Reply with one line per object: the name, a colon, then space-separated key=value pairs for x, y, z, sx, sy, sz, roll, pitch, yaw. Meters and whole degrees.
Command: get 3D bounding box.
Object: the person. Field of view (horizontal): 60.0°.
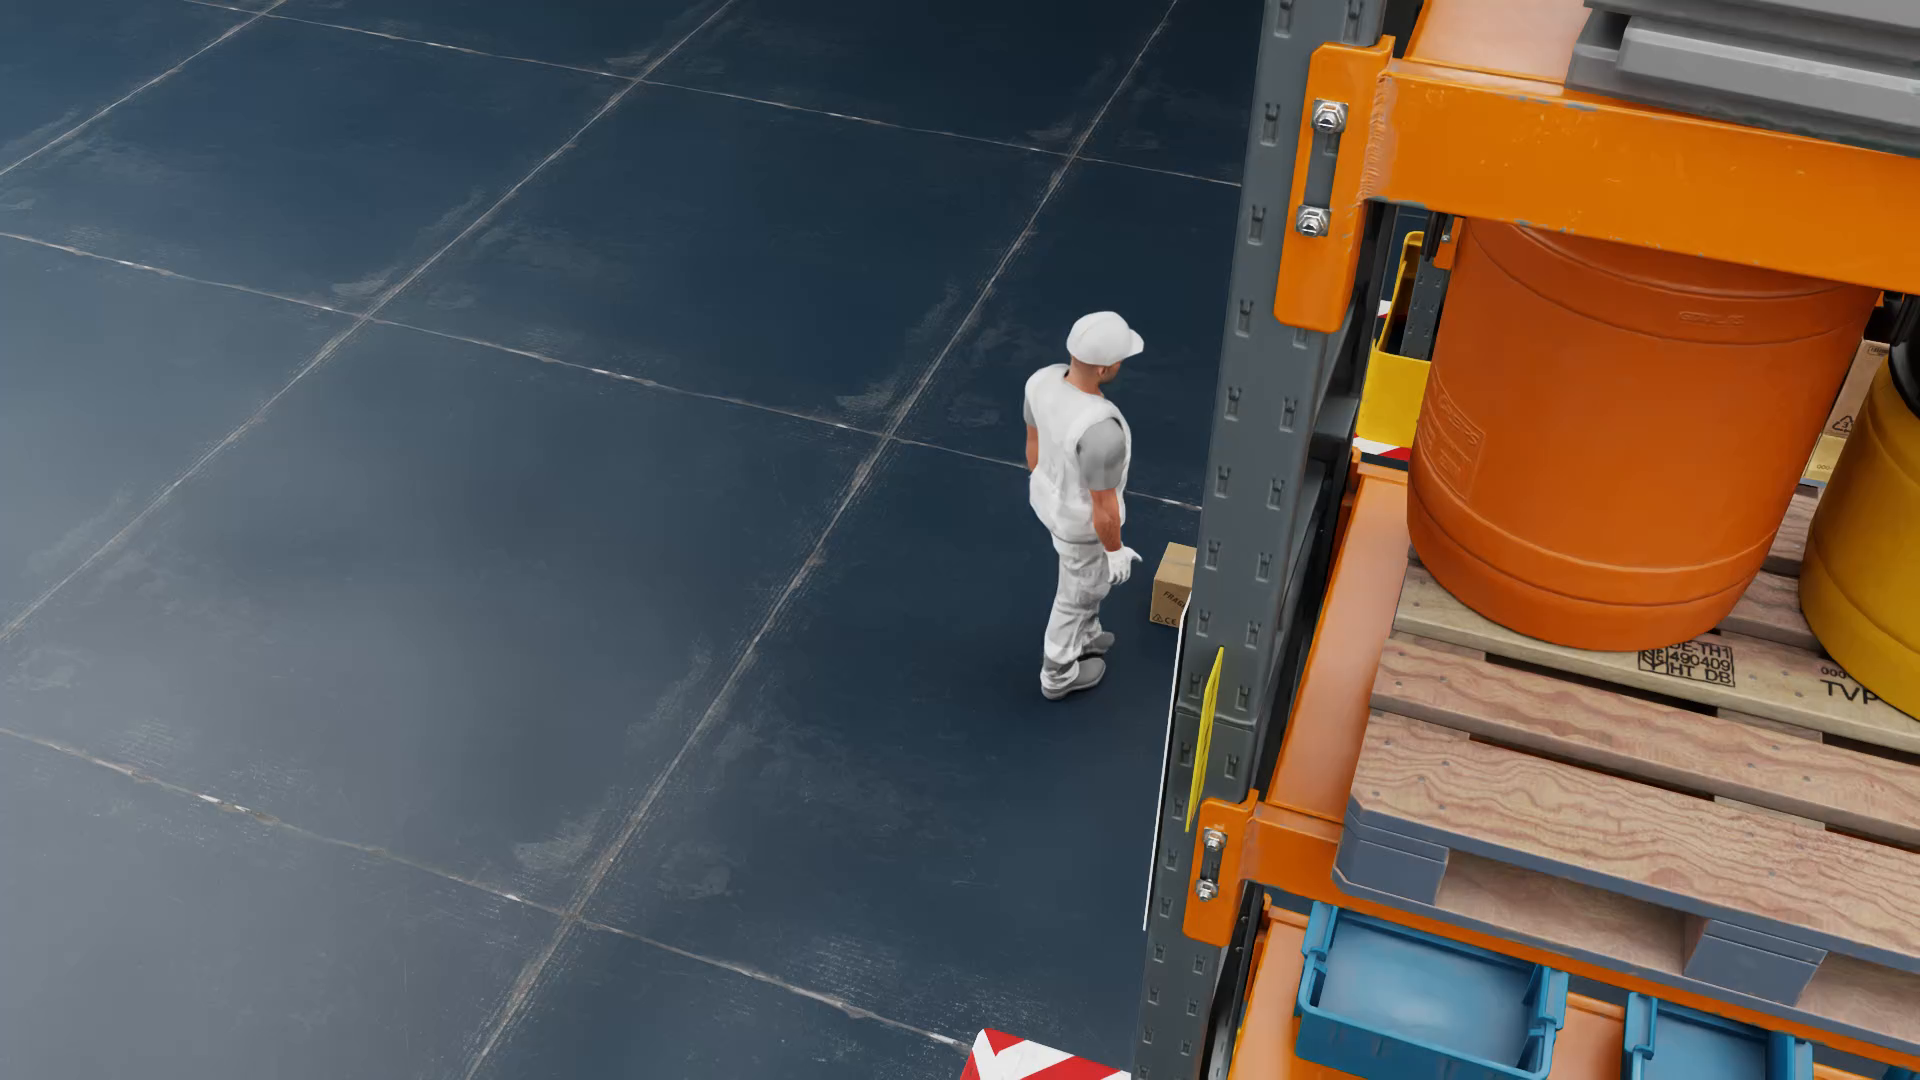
person: x=0.514 y=-0.085 z=6.258 sx=0.471 sy=1.831 sz=0.571 roll=-16 pitch=44 yaw=-18
